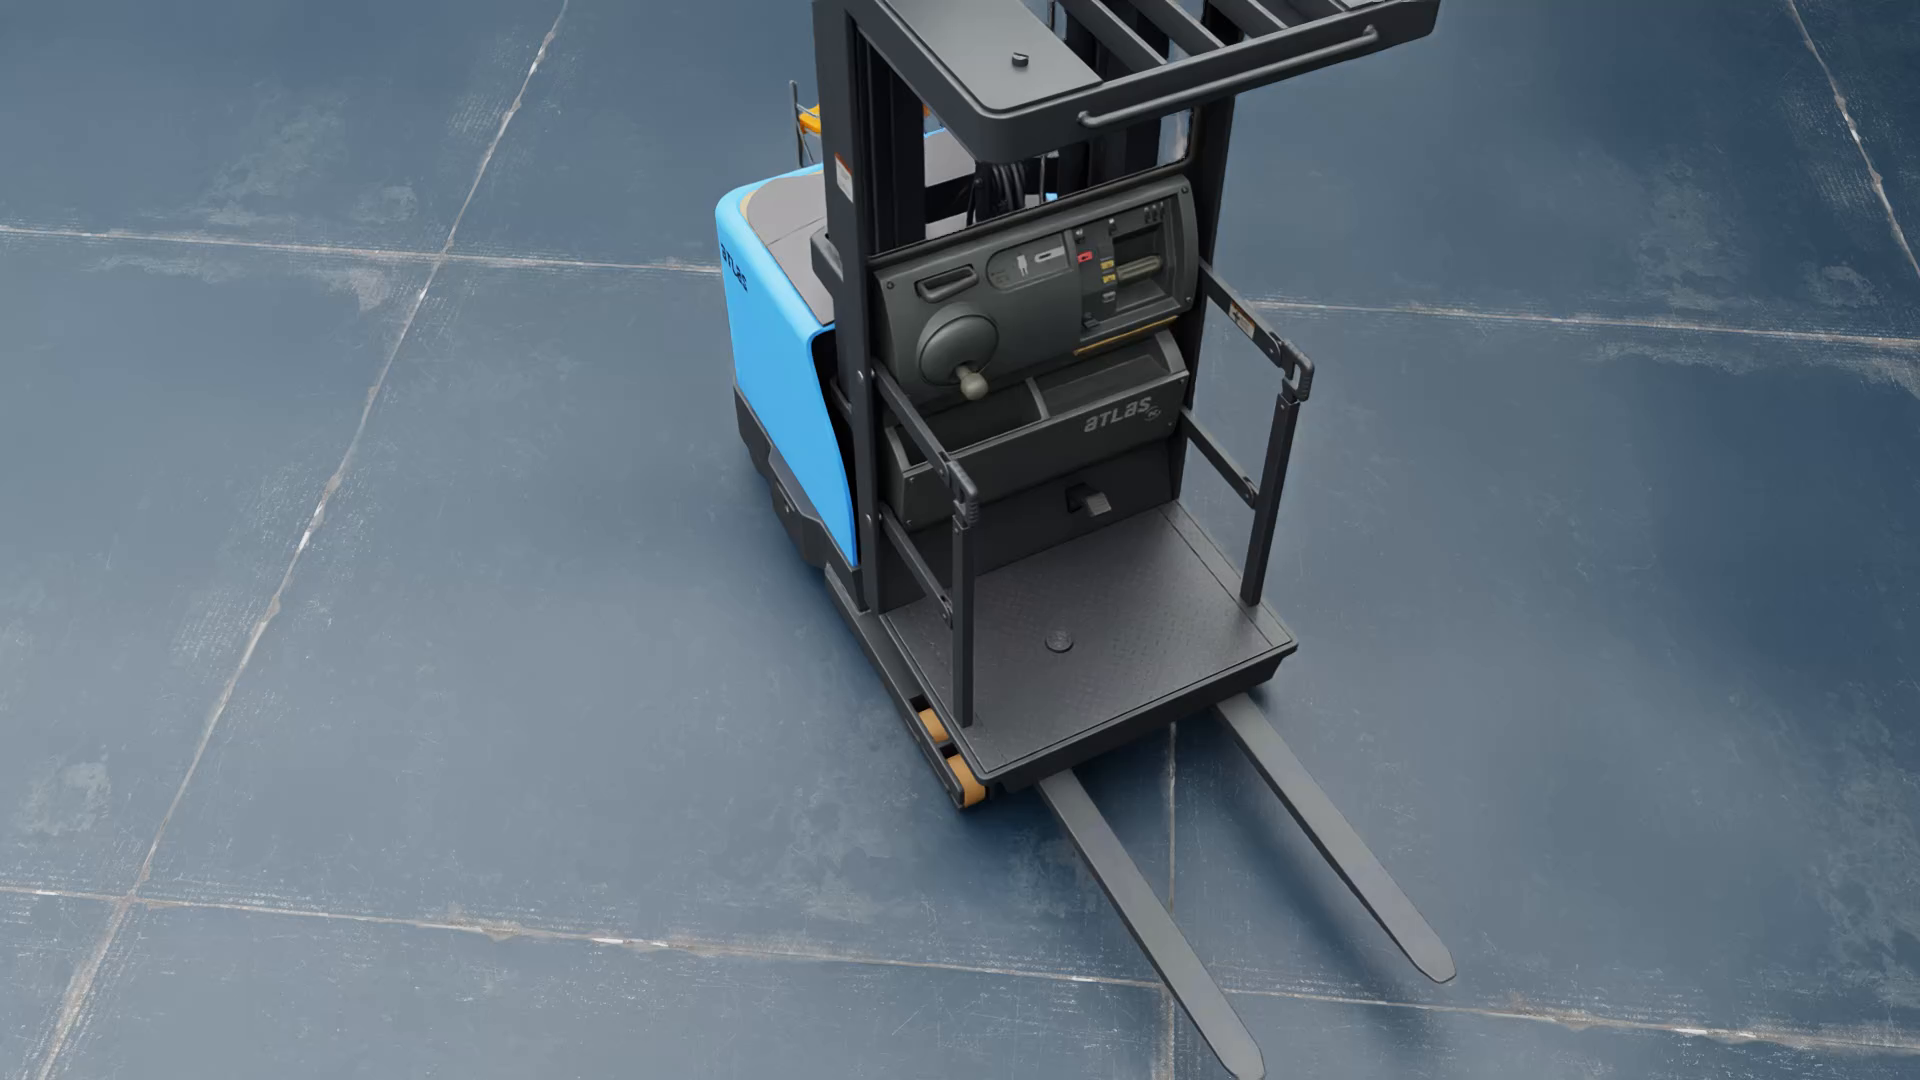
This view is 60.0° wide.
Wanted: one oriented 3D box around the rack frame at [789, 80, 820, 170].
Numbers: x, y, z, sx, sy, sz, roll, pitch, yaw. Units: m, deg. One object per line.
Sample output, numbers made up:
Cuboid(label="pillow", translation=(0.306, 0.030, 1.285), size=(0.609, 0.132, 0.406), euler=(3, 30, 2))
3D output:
Cuboid(label="rack frame", translation=(-0.476, -1.055, 5.902), size=(0.240, 1.200, 0.015), euler=(36, 57, 28))

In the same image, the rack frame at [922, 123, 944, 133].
Cuboid(label="rack frame", translation=(-0.134, -1.312, 6.137), size=(0.240, 1.200, 0.015), euler=(36, 57, 28))

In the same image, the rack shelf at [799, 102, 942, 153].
Cuboid(label="rack shelf", translation=(-0.305, -1.449, 5.729), size=(0.258, 0.148, 0.480), euler=(36, 57, 28))

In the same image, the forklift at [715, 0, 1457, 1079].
Cuboid(label="forklift", translation=(0.325, -0.569, 4.284), size=(1.130, 2.935, 3.031), euler=(-21, 51, -18))

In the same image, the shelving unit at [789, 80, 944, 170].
Cuboid(label="shelving unit", translation=(-0.305, -1.183, 6.019), size=(0.258, 1.200, 0.503), euler=(36, 57, 28))
